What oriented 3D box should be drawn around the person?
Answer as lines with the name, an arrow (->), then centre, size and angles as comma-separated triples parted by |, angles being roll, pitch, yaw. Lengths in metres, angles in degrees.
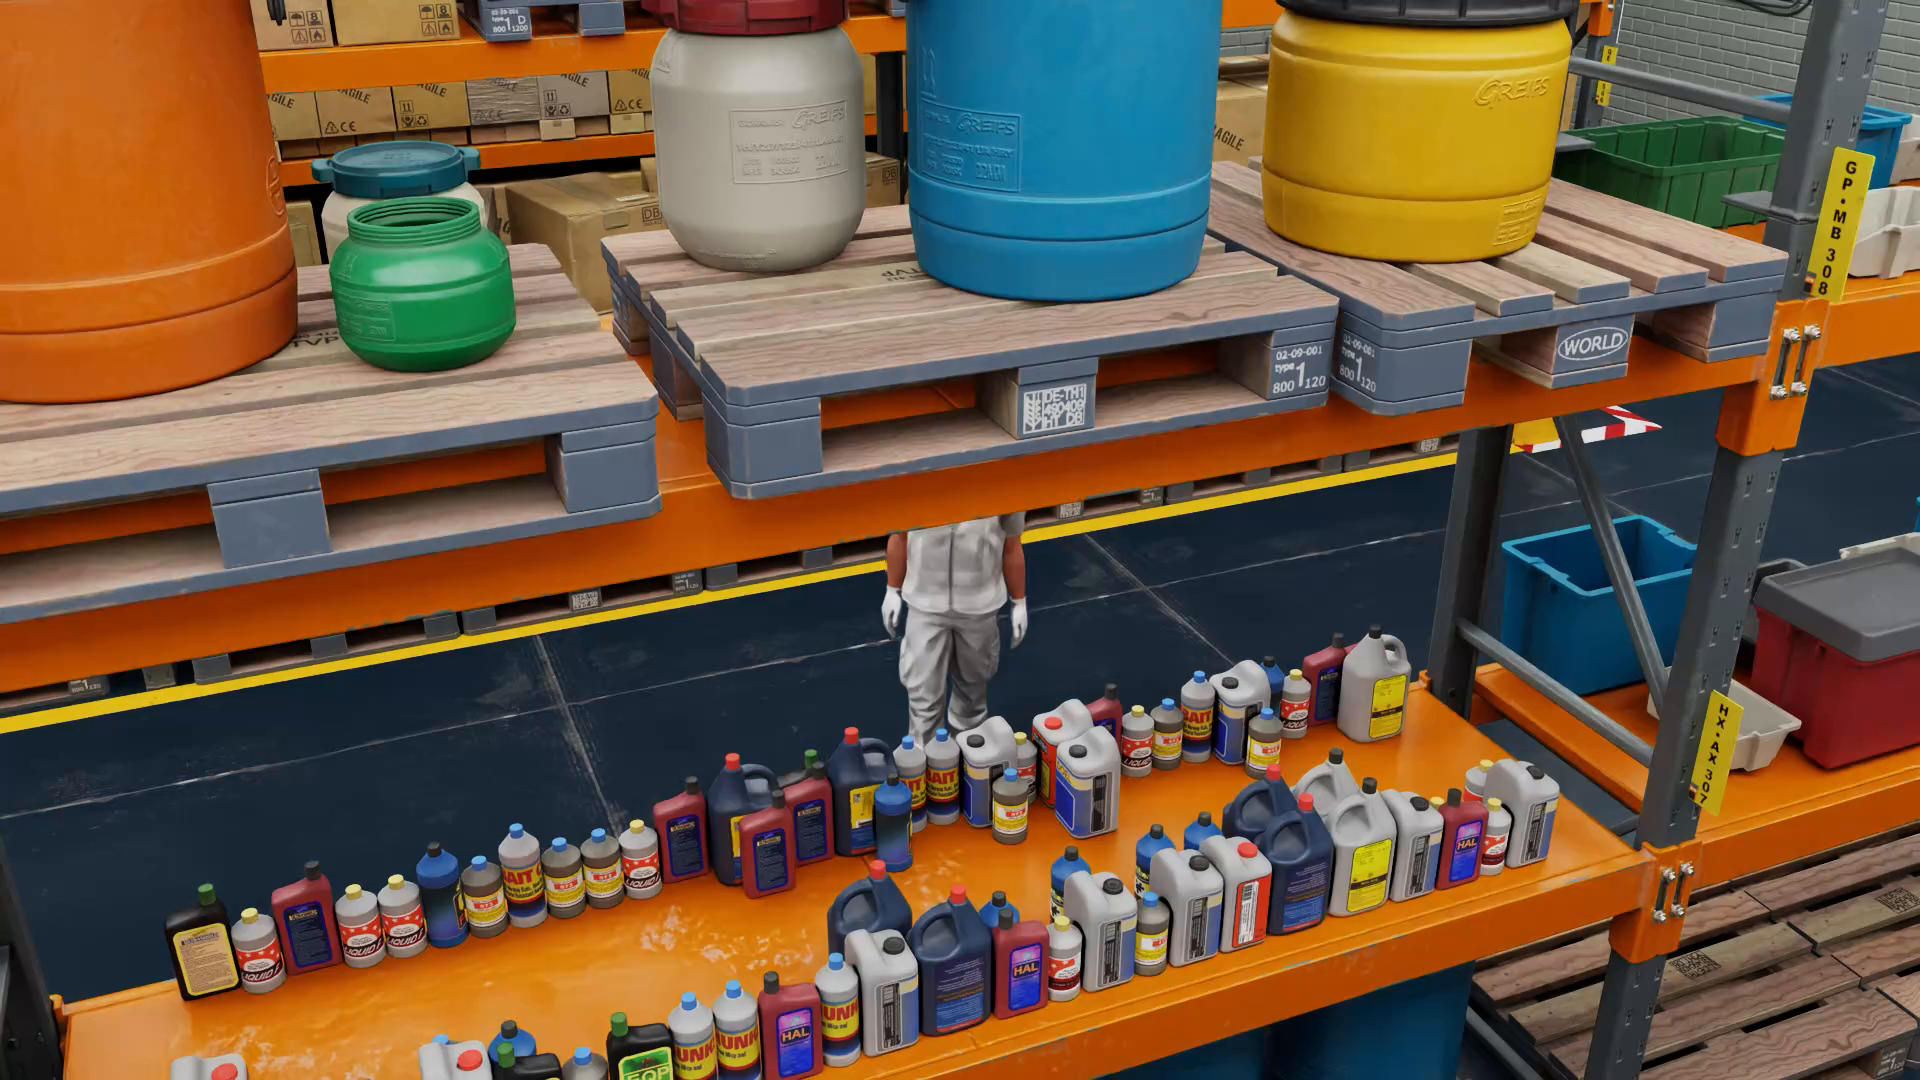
person -> -0.030, 0.310, 6.424 | 0.583, 1.767, 0.758 | 1, 26, 2
